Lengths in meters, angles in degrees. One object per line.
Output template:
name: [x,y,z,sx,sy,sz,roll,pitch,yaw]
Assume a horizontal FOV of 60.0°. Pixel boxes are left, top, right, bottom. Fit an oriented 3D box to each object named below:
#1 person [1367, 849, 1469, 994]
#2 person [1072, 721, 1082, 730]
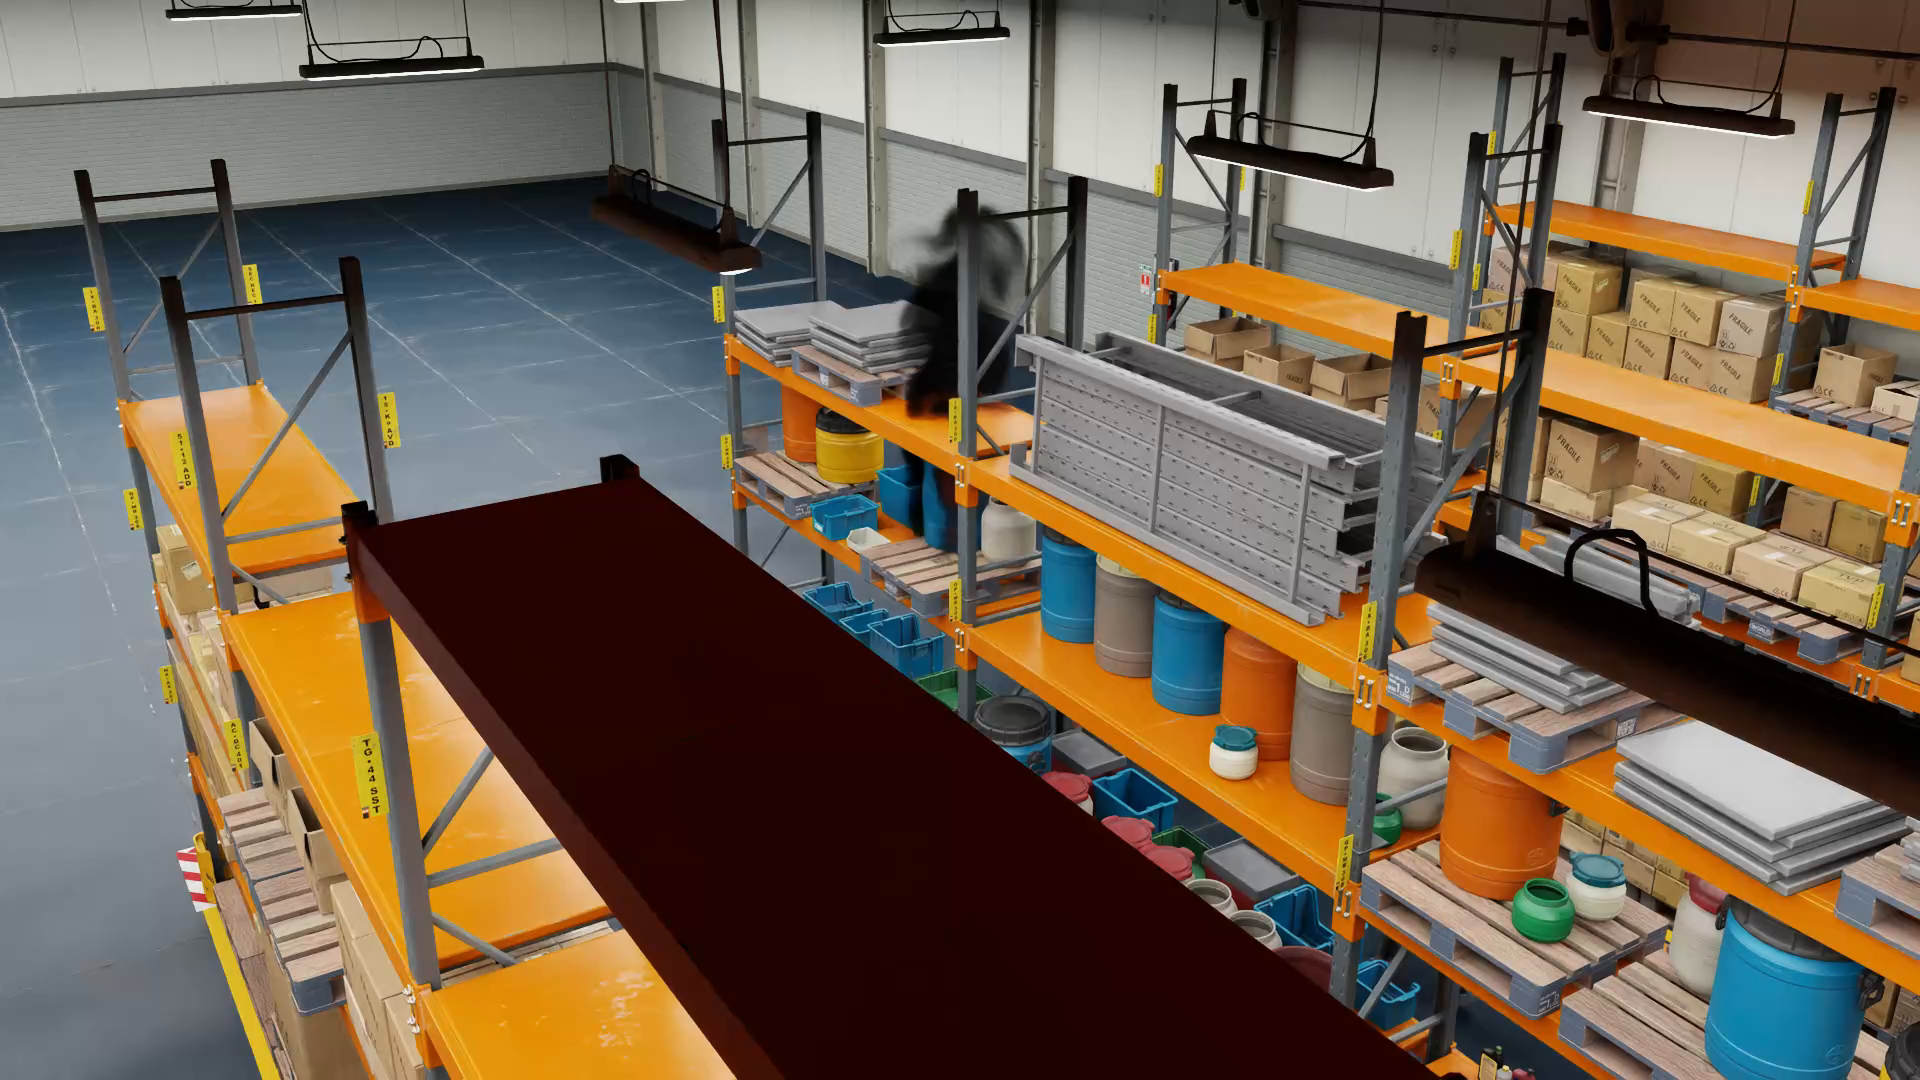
person: [3.523,2.690,12.497,0.600,1.693,0.918,-20,29,-40]
person: [1.093,1.230,16.151,0.564,1.637,0.570,19,28,39]
